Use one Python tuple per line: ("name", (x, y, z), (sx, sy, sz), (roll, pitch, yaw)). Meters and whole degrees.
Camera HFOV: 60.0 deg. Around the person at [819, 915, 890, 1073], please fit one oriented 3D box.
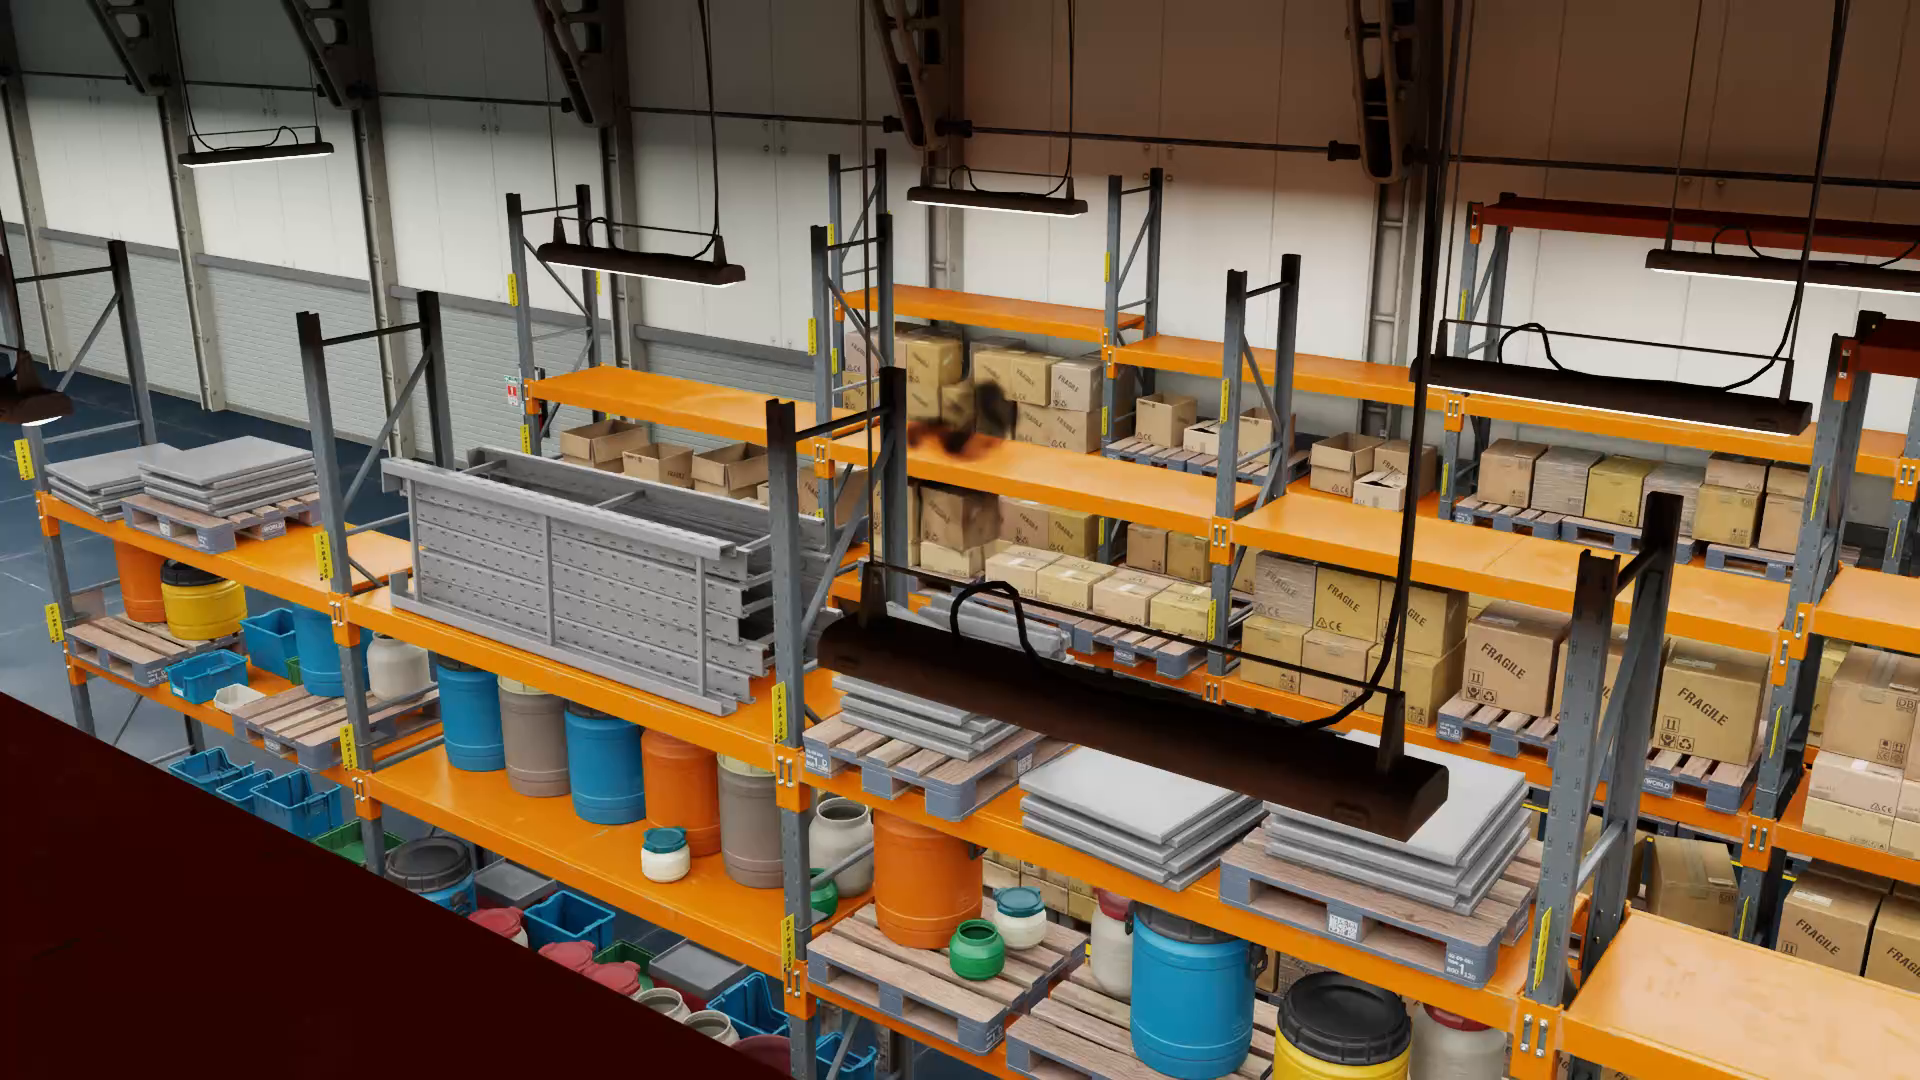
("person", (-0.803, 3.112, 12.153), (0.787, 1.860, 0.713), (12, 22, 31))
